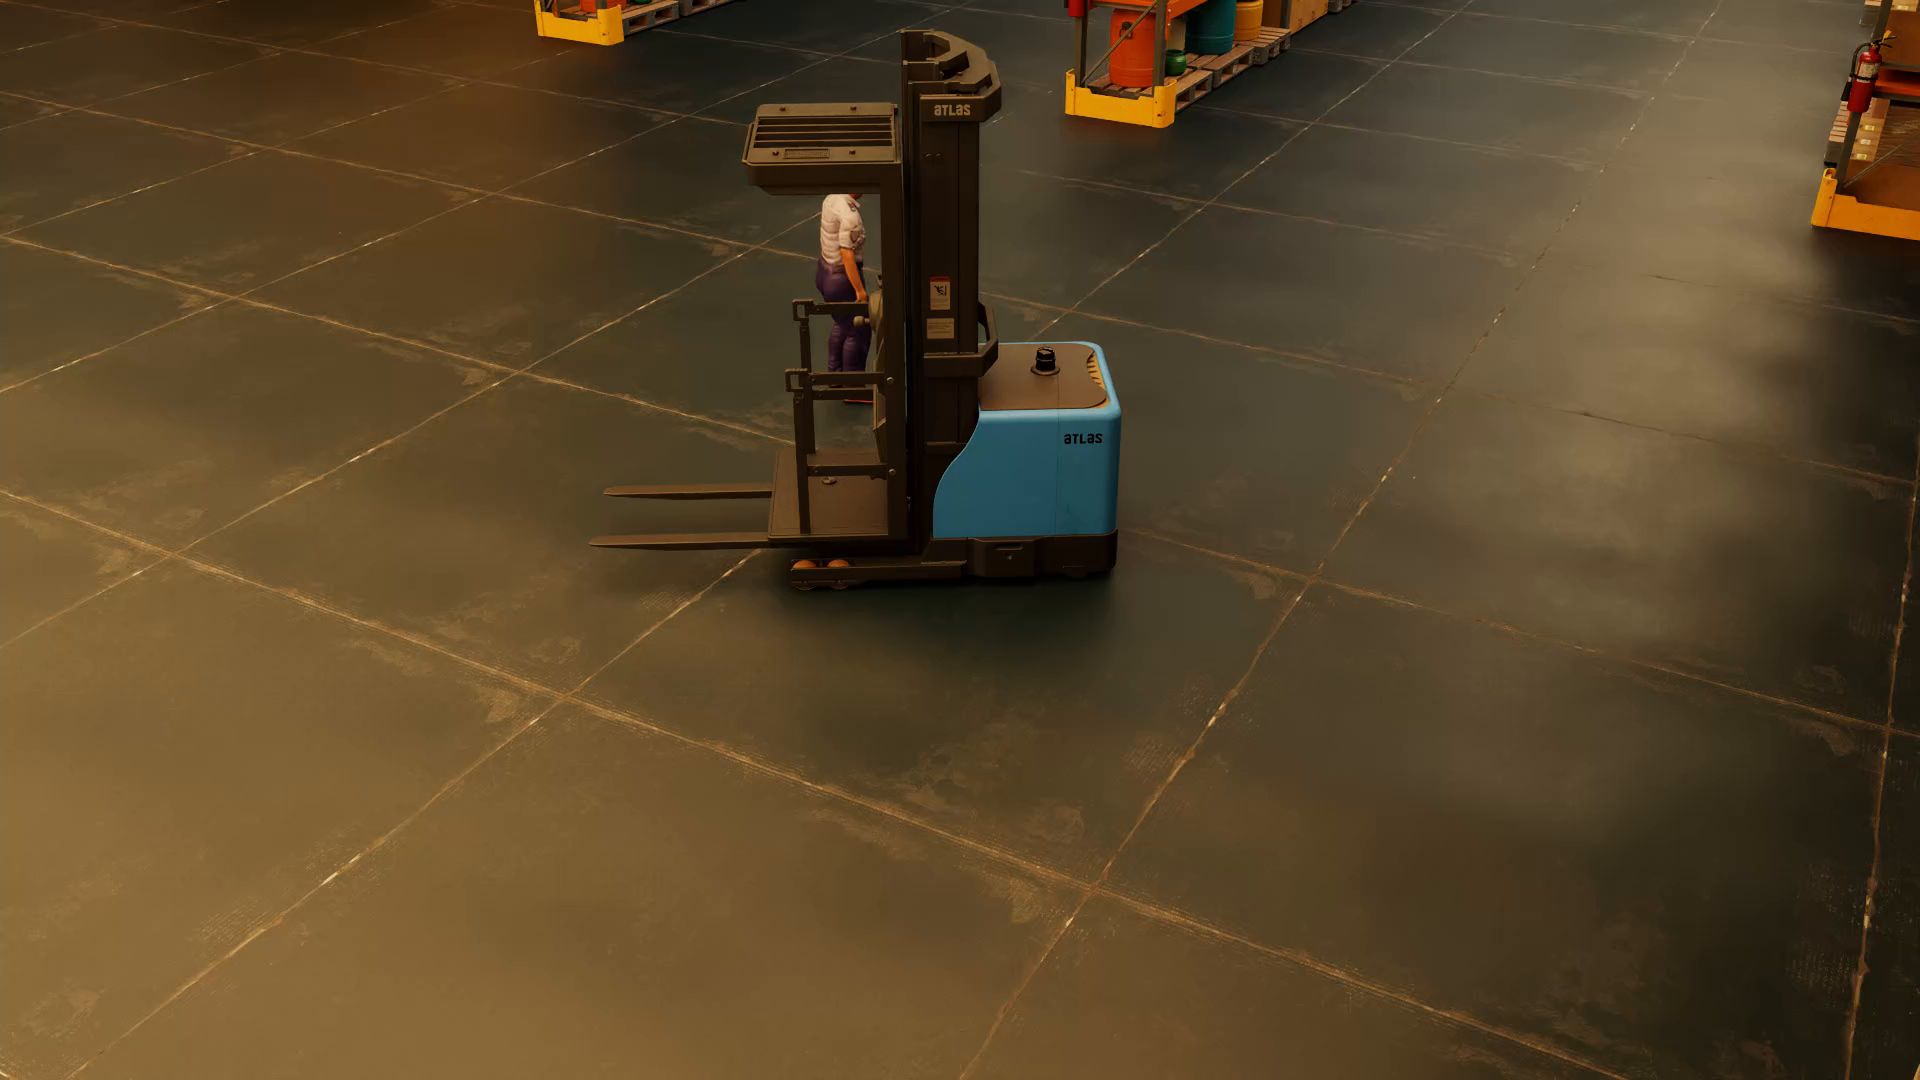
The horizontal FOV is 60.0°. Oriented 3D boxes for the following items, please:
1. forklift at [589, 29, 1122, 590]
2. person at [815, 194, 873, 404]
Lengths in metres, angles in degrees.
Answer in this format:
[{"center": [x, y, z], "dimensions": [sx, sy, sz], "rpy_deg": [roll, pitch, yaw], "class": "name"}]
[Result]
[{"center": [-0.629, -1.254, 9.244], "dimensions": [3.031, 2.935, 1.130], "rpy_deg": [-1, 30, -2], "class": "forklift"}, {"center": [-0.780, -1.774, 11.431], "dimensions": [0.380, 1.648, 0.540], "rpy_deg": [-11, 32, -18], "class": "person"}]
